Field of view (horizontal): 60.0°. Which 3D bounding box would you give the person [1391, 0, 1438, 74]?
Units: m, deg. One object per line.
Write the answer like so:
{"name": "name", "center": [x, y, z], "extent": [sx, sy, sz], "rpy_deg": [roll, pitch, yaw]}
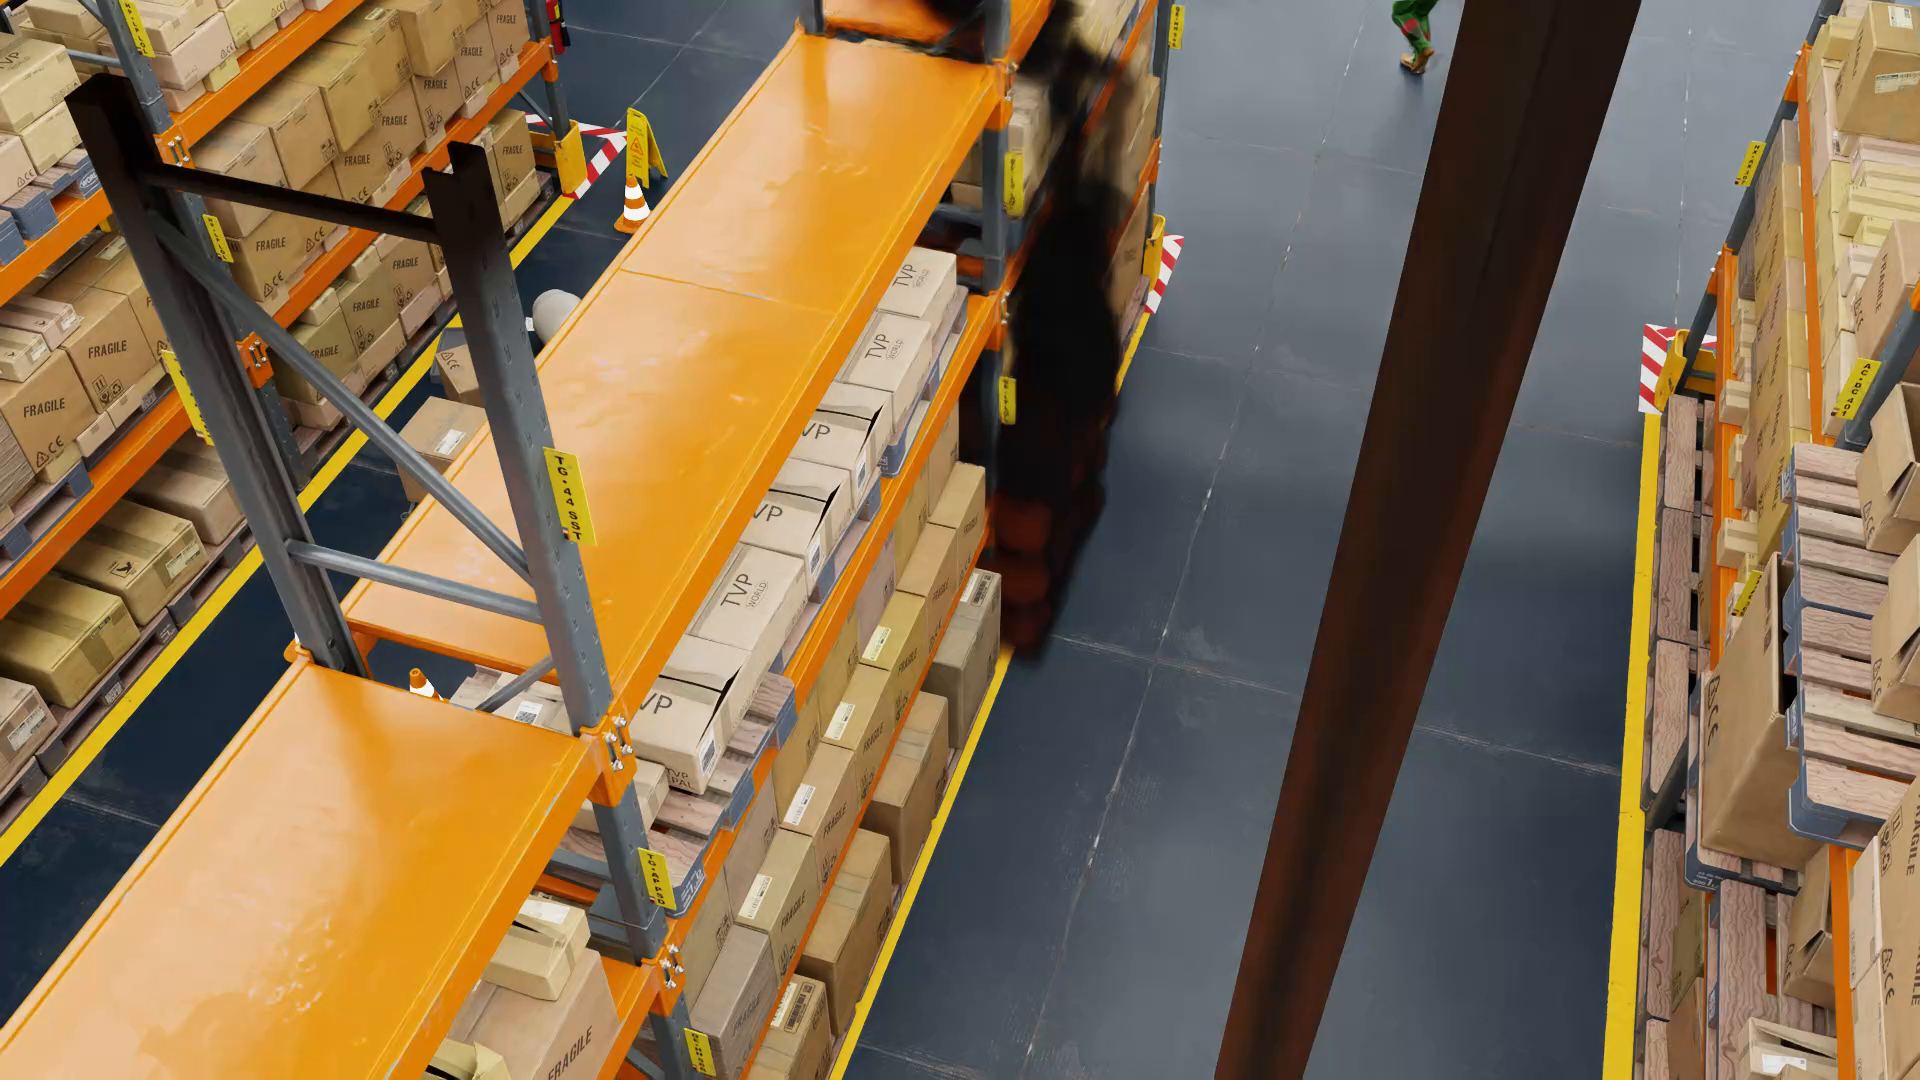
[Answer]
{"name": "person", "center": [4.159, -4.987, 14.788], "extent": [0.707, 1.740, 0.624], "rpy_deg": [-24, 50, -22]}
